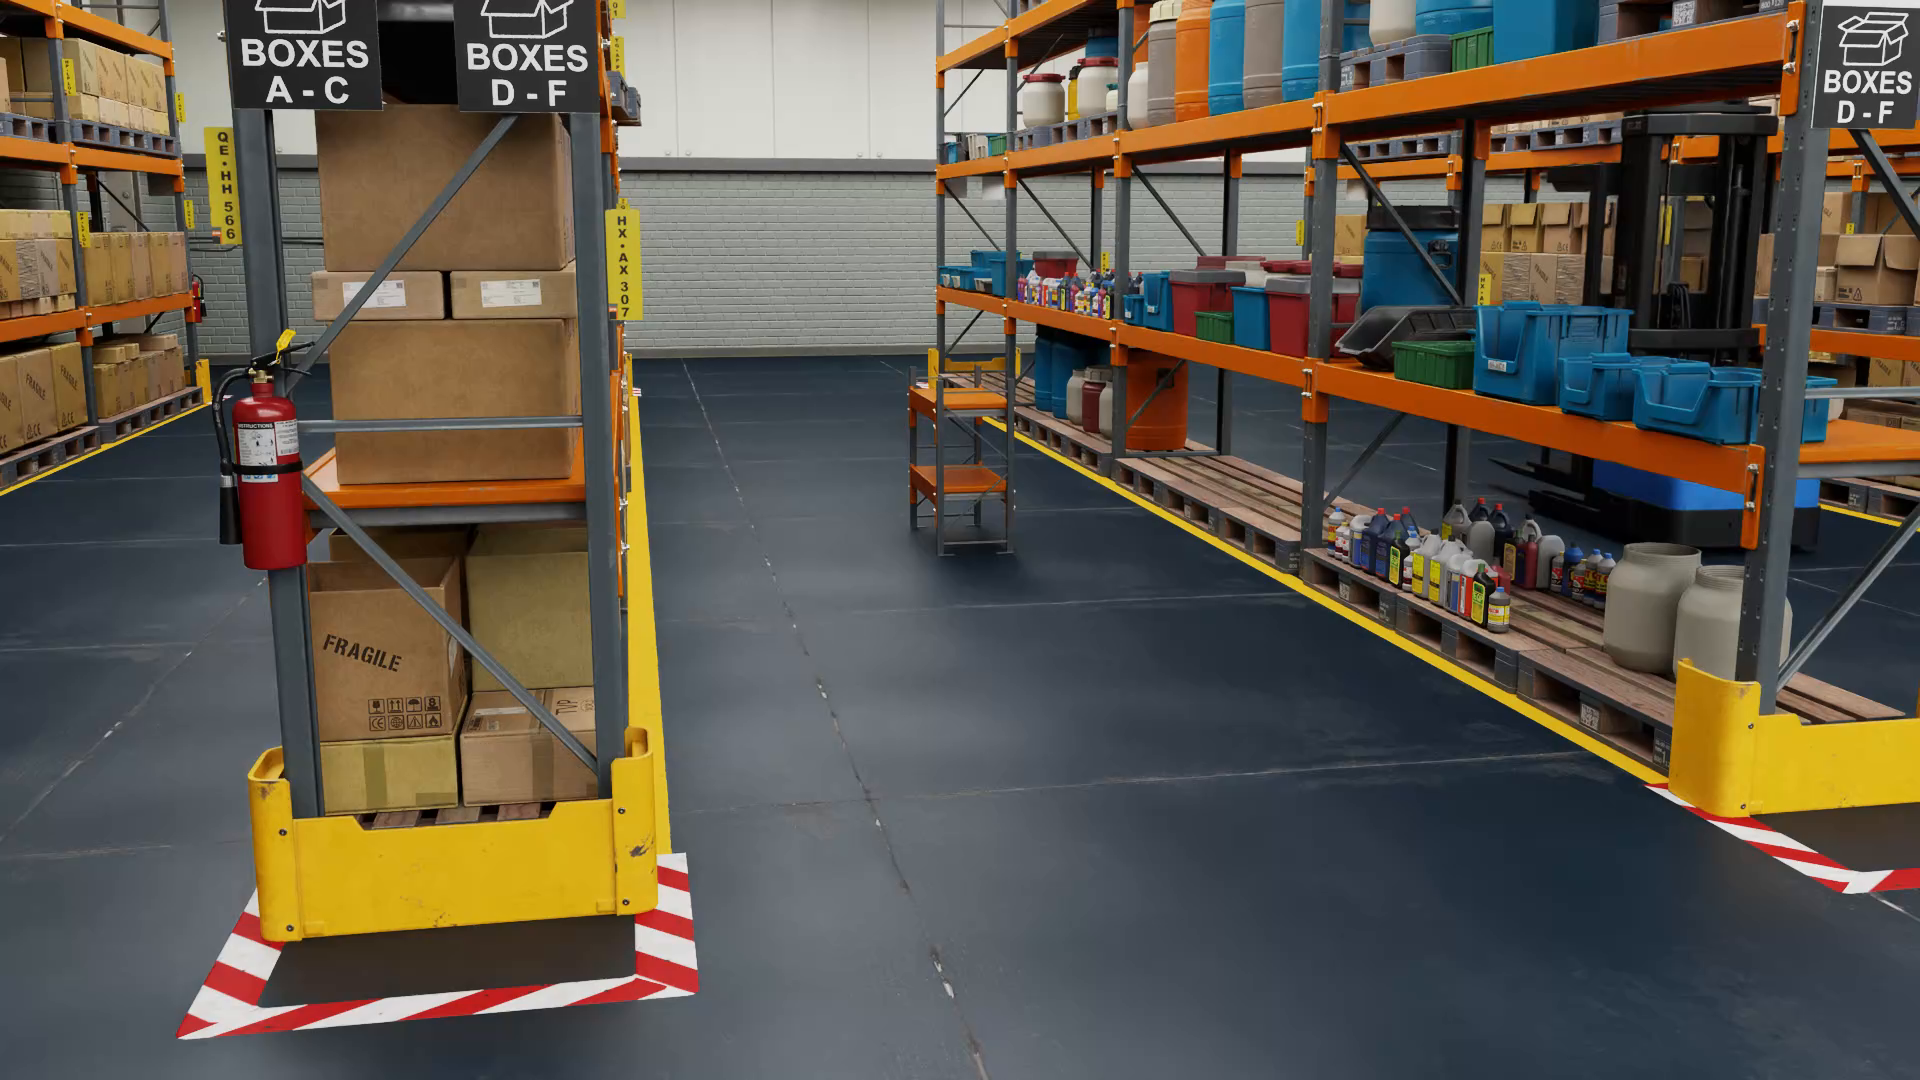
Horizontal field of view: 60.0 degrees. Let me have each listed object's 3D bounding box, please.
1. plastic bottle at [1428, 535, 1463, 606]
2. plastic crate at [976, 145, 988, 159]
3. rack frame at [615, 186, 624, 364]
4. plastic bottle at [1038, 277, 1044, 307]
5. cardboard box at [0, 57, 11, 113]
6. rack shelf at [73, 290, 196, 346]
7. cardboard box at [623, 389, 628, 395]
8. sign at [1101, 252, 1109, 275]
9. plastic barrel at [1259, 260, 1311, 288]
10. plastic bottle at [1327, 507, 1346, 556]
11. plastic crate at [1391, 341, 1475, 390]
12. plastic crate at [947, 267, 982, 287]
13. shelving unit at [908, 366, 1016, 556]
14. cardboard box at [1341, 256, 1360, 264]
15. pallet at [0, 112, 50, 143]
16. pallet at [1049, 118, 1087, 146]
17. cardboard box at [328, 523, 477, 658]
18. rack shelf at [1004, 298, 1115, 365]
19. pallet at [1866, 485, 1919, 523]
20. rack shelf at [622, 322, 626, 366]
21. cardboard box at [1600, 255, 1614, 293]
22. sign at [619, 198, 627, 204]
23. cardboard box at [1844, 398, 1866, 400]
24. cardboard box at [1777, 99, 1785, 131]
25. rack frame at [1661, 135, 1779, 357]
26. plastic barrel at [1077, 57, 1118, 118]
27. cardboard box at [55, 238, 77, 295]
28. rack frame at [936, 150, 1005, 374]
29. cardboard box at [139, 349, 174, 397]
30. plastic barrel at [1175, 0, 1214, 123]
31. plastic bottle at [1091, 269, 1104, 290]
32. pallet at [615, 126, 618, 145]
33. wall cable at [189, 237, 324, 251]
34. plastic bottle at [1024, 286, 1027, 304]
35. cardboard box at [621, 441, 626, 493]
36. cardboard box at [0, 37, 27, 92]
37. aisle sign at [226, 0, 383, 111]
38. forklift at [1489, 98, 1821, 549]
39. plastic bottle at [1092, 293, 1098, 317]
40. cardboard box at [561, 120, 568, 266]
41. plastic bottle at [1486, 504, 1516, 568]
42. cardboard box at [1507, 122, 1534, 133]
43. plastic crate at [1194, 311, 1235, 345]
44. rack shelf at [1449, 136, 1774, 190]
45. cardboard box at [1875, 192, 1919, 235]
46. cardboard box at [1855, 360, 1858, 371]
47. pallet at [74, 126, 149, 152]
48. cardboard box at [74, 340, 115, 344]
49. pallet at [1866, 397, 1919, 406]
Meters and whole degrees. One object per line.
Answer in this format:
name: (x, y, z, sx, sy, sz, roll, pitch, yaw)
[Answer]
plastic bottle: (2.441, 0.145, 8.318, 0.144, 0.351, 0.185, -2, 11, -9)
plastic crate: (0.359, -4.280, 18.345, 0.293, 0.136, 0.466, -2, 11, -11)
rack frame: (-3.880, -2.537, 16.506, 1.000, 3.000, 0.127, -2, 11, -11)
plastic bottle: (0.805, -2.414, 16.169, 0.061, 0.283, 0.133, -2, 11, -11)
cardboard box: (-8.675, -3.930, 14.356, 0.700, 0.500, 0.500, -3, 11, -14)
rack shelf: (-9.127, -2.370, 17.550, 1.077, 0.370, 4.000, -2, 11, -11)
cardboard box: (-3.017, -0.982, 13.840, 0.500, 0.500, 0.500, -3, 11, -13)
sign: (1.520, -2.873, 17.526, 0.100, 0.325, 0.005, -2, 11, -11)
plastic barrel: (2.338, -1.714, 11.815, 0.433, 0.535, 0.433, 0, 11, 0)
plastic bottle: (2.168, -0.051, 9.563, 0.097, 0.271, 0.097, 0, 11, 0)
plastic crate: (2.523, -0.886, 8.397, 0.450, 0.188, 0.662, -2, 11, -11)
plastic crate: (0.055, -3.220, 20.378, 0.416, 0.233, 0.300, -2, 11, -11)
shelving unit: (-0.001, -0.554, 11.098, 0.538, 1.125, 1.048, -2, 11, -11)
cardboard box: (5.090, -3.418, 20.737, 0.500, 0.250, 0.500, -2, 11, -13)
pallet: (-8.511, -3.570, 14.419, 0.805, 0.209, 1.217, -3, 11, -13)
pallet: (1.451, -3.750, 15.357, 1.003, 0.211, 1.213, -2, 11, -11)
cardboard box: (-2.151, 0.169, 6.511, 0.500, 0.500, 0.500, -2, 11, -11)
rack shelf: (1.369, -1.997, 15.588, 1.077, 0.370, 4.000, -2, 11, -11)
pallet: (7.241, -0.203, 11.697, 1.003, 0.211, 1.213, -2, 11, -11)
rack shelf: (-3.491, -1.817, 14.646, 1.077, 0.370, 4.000, -2, 11, -11)
cardboard box: (6.186, -2.386, 15.441, 0.500, 0.500, 0.500, -2, 11, -12)
sign: (-4.109, -4.012, 20.309, 0.100, 0.325, 0.005, -2, 11, -11)
cardboard box: (6.886, -0.928, 13.559, 0.700, 0.500, 0.500, -3, 11, -16)
cardboard box: (6.667, -3.280, 12.784, 0.500, 0.250, 0.500, -2, 11, -10)
rack frame: (6.616, -2.163, 14.540, 1.000, 3.000, 0.127, -2, 11, -11)
plastic barrel: (1.265, -4.050, 14.941, 0.433, 0.535, 0.433, 0, 11, 0)
cardboard box: (-8.401, -2.486, 15.120, 0.500, 0.500, 0.500, -2, 11, -12)
rack frame: (0.202, -3.451, 21.303, 1.000, 3.000, 0.127, -2, 11, -11)
cardboard box: (-9.184, -1.852, 18.467, 0.700, 0.500, 0.500, -2, 11, -11)
plastic barrel: (1.832, -3.389, 11.810, 0.600, 0.830, 0.708, -2, 11, -11)
plastic bottle: (1.374, -2.497, 16.424, 0.144, 0.351, 0.185, -2, 11, -11)
pallet: (-3.617, -3.606, 14.602, 1.213, 0.211, 1.003, -2, 11, -11)
wall cable: (-10.266, -5.562, 24.658, 3.097, 2.526, 0.112, -2, 11, -11)
plastic bottle: (0.699, -2.492, 16.796, 0.097, 0.201, 0.097, 0, 11, 0)
cardboard box: (-2.354, -0.473, 10.390, 0.500, 0.311, 0.500, -2, 11, -13)
cardboard box: (-9.103, -4.500, 15.799, 0.500, 0.500, 0.500, -2, 11, -11)
aisle sign: (-1.821, -1.591, 4.580, 0.394, 0.787, 0.004, -2, 11, -11)
forklift: (4.822, -1.609, 11.810, 1.130, 2.935, 3.031, -1, 11, -8)
plastic bottle: (1.192, -2.026, 14.352, 0.097, 0.201, 0.097, 0, 11, 0)
cardboard box: (-1.742, -1.215, 5.821, 0.700, 0.500, 0.500, -2, 11, -12)
plastic bottle: (2.981, -0.022, 9.196, 0.144, 0.351, 0.185, -3, 11, -14)
cardboard box: (5.963, -4.329, 17.009, 0.500, 0.311, 0.500, -3, 11, -13)
plastic crate: (1.920, -1.455, 11.384, 0.450, 0.188, 0.662, -2, 11, -11)
rack shelf: (6.227, -3.650, 16.254, 1.077, 0.370, 4.000, -2, 11, -11)
cardboard box: (10.874, -3.837, 19.596, 0.500, 0.500, 0.500, -2, 11, -10)
cardboard box: (10.829, -2.132, 20.082, 0.380, 0.149, 0.250, -2, 11, -11)
pallet: (-9.121, -4.160, 17.247, 1.003, 0.211, 1.213, -2, 11, -11)
cardboard box: (-9.254, -2.046, 17.749, 0.380, 0.149, 0.250, -2, 11, -10)
pallet: (10.876, -1.546, 18.756, 1.003, 0.211, 1.213, -2, 11, -11)
